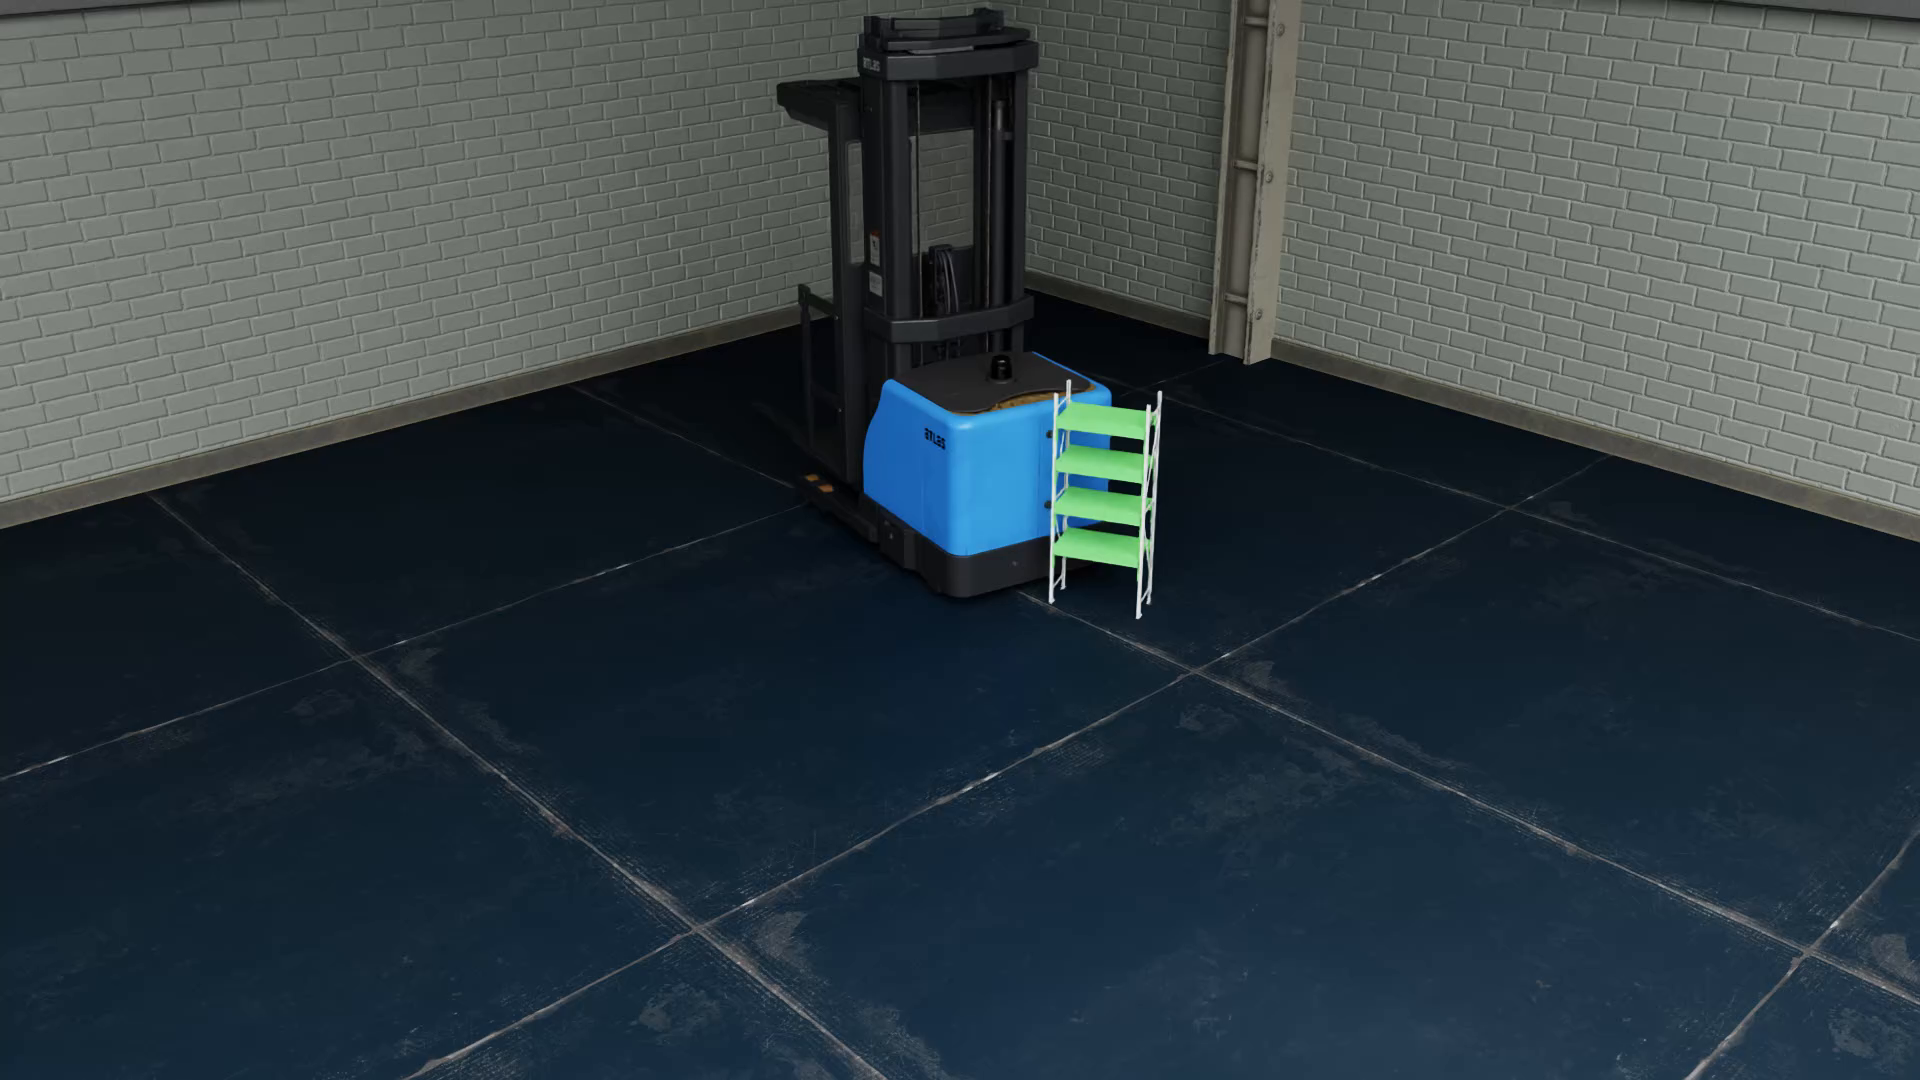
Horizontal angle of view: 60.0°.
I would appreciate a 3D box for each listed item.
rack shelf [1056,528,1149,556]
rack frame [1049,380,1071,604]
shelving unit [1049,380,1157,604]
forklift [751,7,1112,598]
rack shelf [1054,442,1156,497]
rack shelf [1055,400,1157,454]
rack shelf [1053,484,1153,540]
[{"bbox_3d":[0.759,0.019,8.867,0.457,0.021,0.221,9,26,19],"label":"rack shelf"},{"bbox_3d":[0.531,-0.245,8.842,0.015,1.200,0.240,9,26,19],"label":"rack frame"},{"bbox_3d":[0.753,-0.210,8.765,0.492,1.200,0.258,9,26,19],"label":"shelving unit"},{"bbox_3d":[-0.350,-1.593,9.712,1.130,2.935,3.031,-14,28,-28],"label":"forklift"},{"bbox_3d":[0.759,-0.369,8.690,0.480,0.148,0.258,9,26,19],"label":"rack shelf"},{"bbox_3d":[0.759,-0.588,8.590,0.480,0.148,0.258,9,26,19],"label":"rack shelf"},{"bbox_3d":[0.759,-0.151,8.789,0.480,0.148,0.258,9,26,19],"label":"rack shelf"}]
